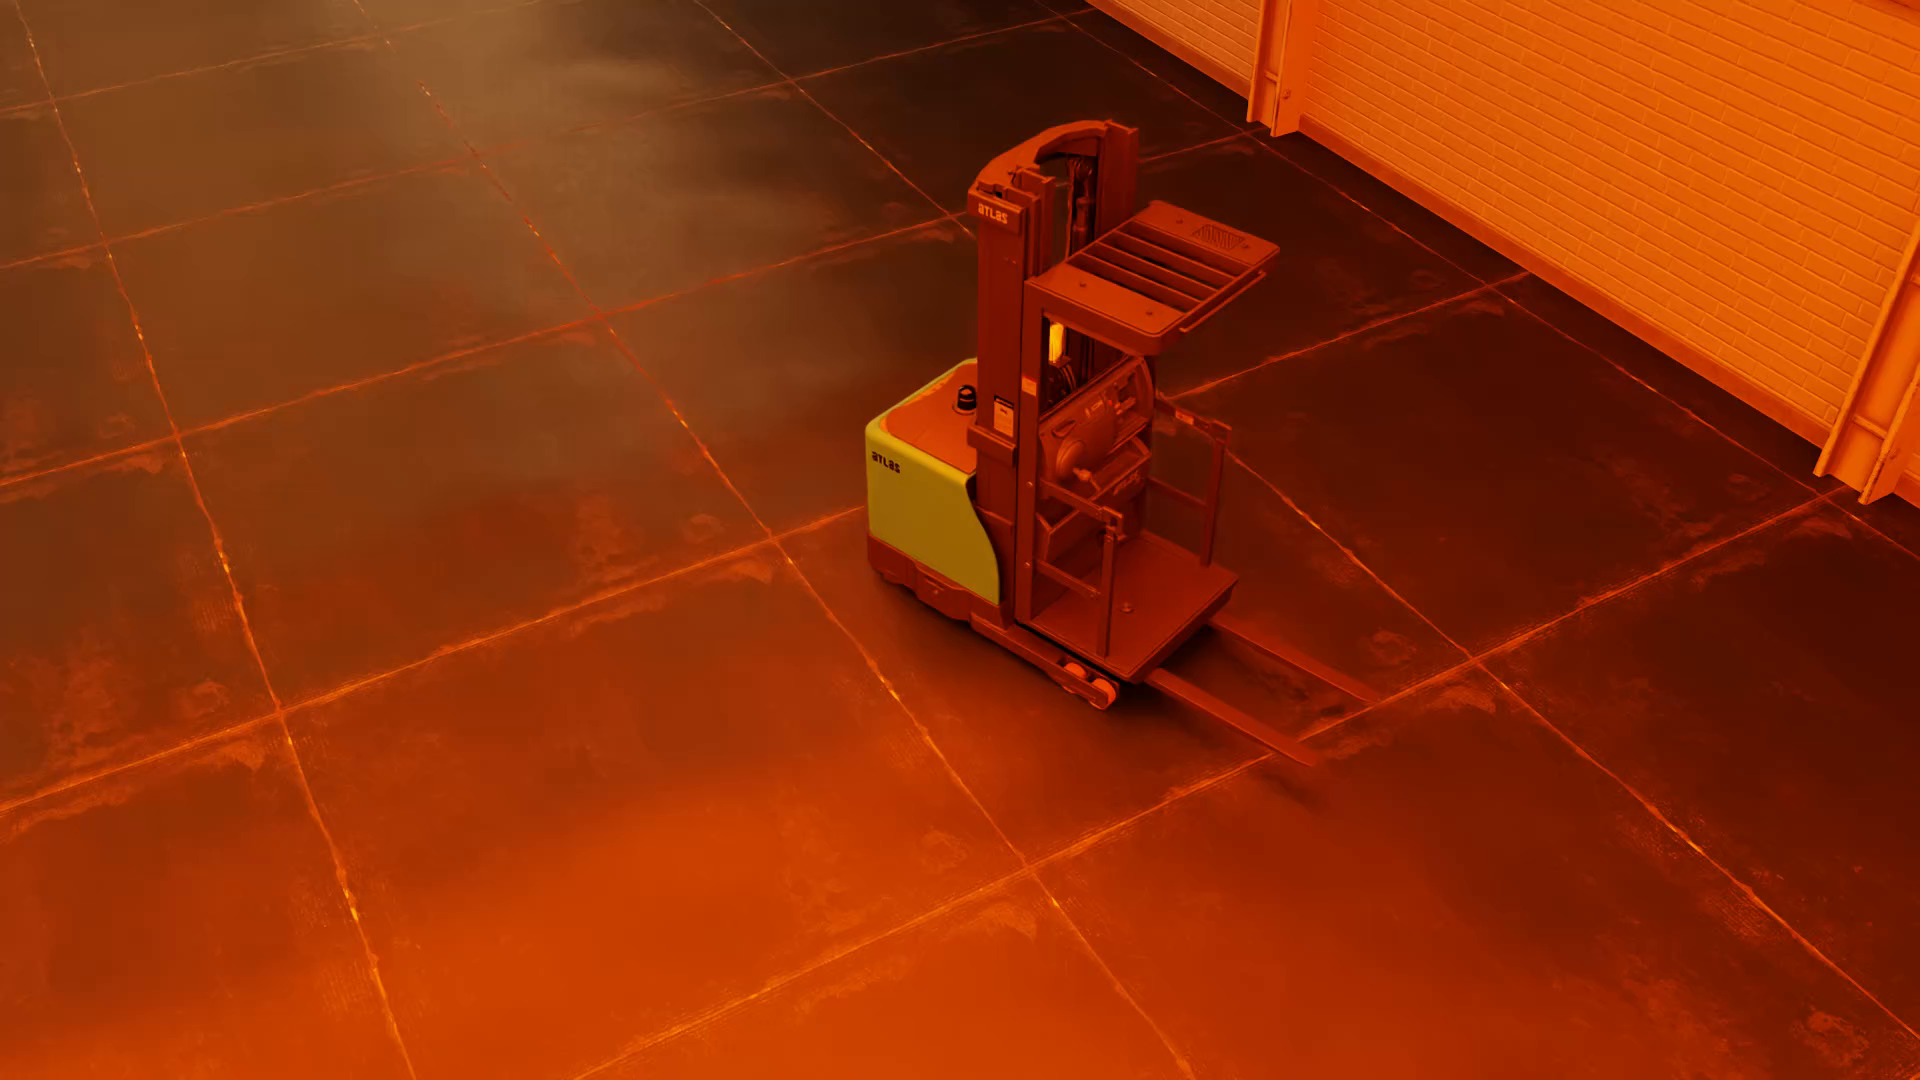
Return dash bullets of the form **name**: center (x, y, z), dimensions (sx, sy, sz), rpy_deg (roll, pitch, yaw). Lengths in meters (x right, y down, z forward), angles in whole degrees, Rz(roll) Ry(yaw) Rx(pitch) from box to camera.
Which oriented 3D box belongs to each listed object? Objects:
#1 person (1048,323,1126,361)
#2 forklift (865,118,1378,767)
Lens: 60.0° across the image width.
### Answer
- **person**: center (0.767, -0.728, 10.109), dimensions (0.939, 1.521, 0.948), rpy_deg (-3, 40, -4)
- **forklift**: center (0.890, -0.577, 8.732), dimensions (3.031, 2.935, 1.130), rpy_deg (29, 47, 30)
